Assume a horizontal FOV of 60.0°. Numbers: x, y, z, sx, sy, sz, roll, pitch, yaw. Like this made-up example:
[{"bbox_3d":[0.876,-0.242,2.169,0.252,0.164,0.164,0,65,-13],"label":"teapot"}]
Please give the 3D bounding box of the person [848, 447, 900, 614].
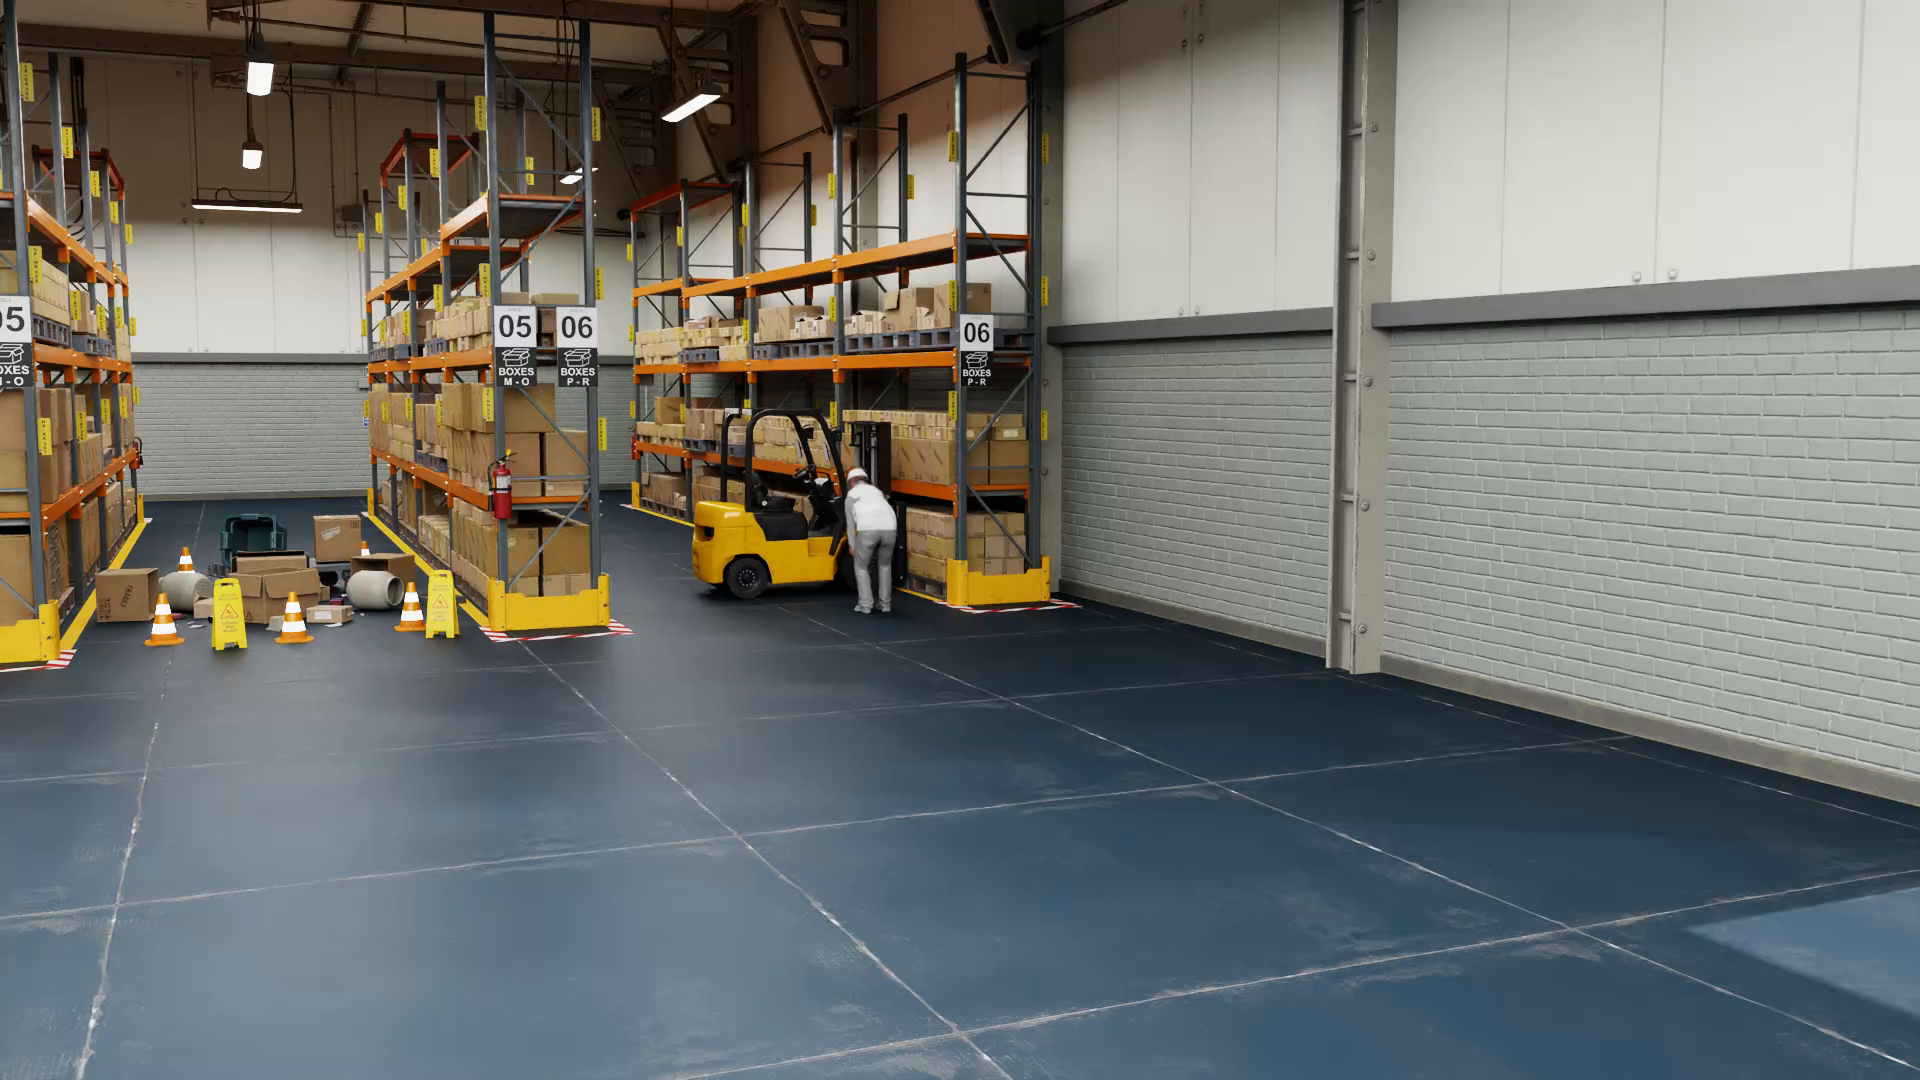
[{"bbox_3d":[-0.925,-0.107,17.774,0.583,1.767,0.464,-3,6,-27],"label":"person"}]
